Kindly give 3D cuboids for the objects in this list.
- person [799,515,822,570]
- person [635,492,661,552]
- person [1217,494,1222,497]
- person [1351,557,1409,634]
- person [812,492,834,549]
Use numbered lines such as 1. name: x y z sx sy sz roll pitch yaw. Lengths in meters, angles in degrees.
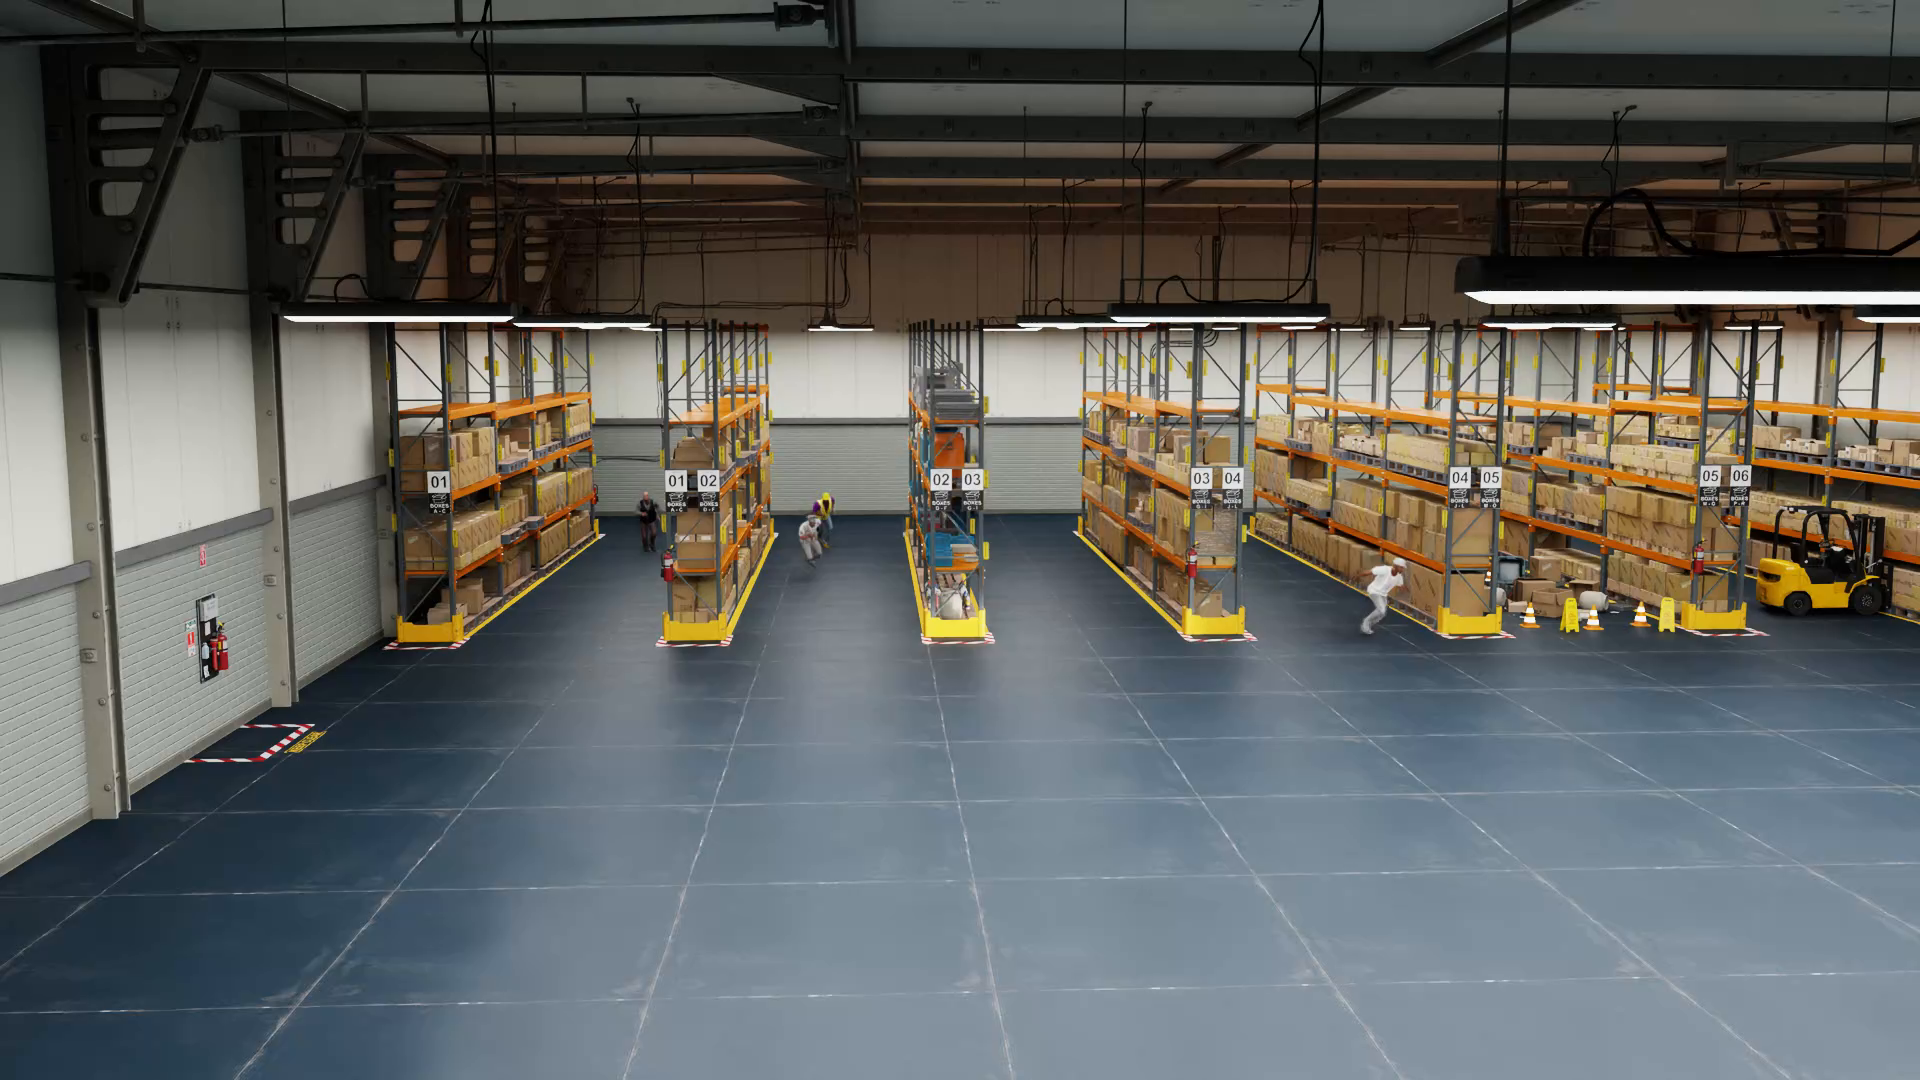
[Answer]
1. person: -3.529 0.053 39.275 0.682 1.377 1.025 -3 8 -26
2. person: -8.182 -0.475 43.605 0.662 1.618 0.910 -2 7 -14
3. person: 7.381 -1.163 48.691 0.628 1.825 0.833 1 7 6
4. person: 8.042 1.059 31.606 0.733 1.514 1.010 -5 9 -35
5. person: -3.713 -0.551 44.799 0.708 1.542 1.188 -3 8 -24
